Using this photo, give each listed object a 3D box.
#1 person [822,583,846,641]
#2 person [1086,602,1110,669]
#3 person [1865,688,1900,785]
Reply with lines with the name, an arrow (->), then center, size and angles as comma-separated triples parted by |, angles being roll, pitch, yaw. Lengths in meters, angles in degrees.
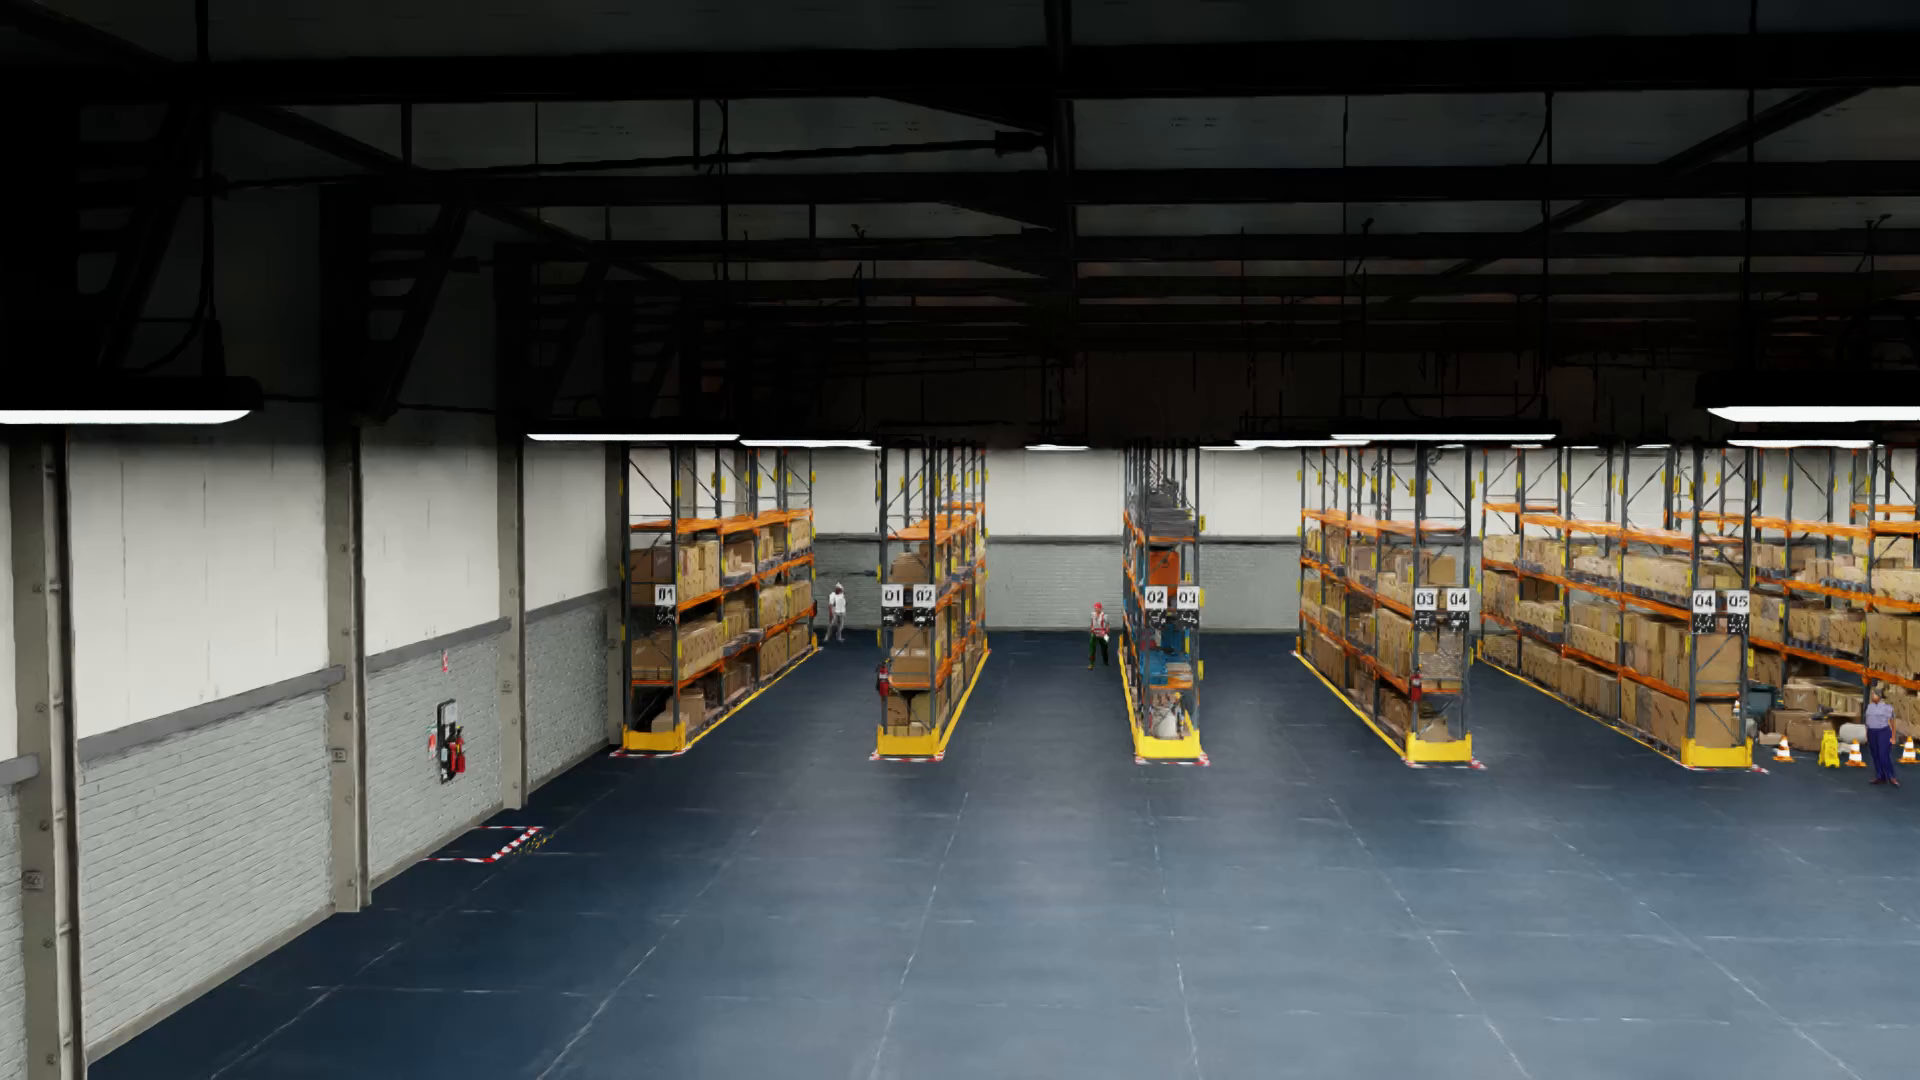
person -> -3.793, 2.175, 49.983 | 0.735, 1.762, 0.489 | -2, 4, -38
person -> 3.679, 2.509, 43.869 | 0.550, 1.762, 0.939 | 1, 3, 23
person -> 15.842, 3.370, 28.569 | 0.401, 1.630, 0.602 | -1, 3, -25
